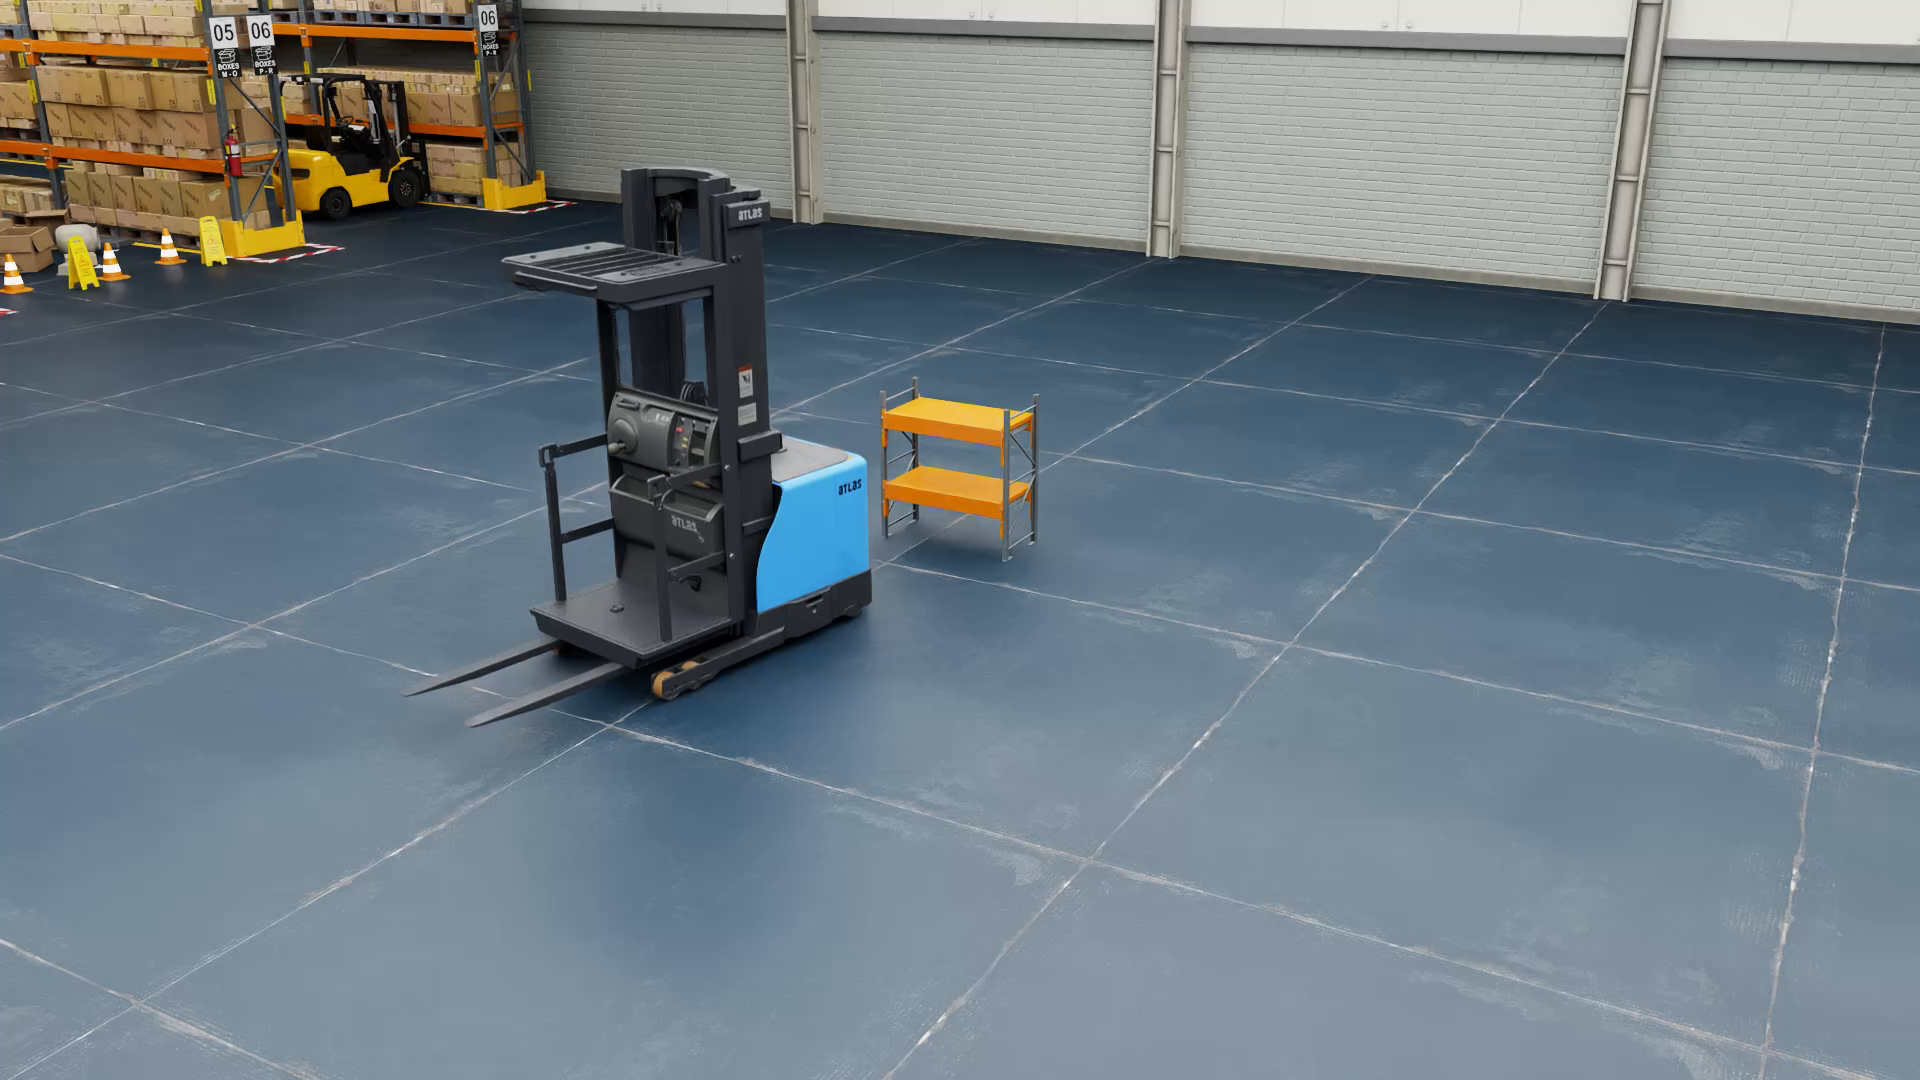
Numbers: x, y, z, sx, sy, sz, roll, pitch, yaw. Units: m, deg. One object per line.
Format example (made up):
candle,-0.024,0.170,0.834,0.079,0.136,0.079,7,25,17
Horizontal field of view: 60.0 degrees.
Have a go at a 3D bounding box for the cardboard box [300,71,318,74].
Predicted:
cardboard box,-11.570,-8.265,29.655,0.250,0.149,0.380,11,23,27

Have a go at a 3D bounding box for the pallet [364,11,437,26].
pallet,-9.123,-8.720,27.737,1.213,0.211,1.003,11,23,27

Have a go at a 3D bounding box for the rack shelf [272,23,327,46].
rack shelf,-12.687,-9.094,29.692,4.000,0.370,1.077,11,23,27

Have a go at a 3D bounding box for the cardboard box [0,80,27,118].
cardboard box,-14.307,-6.686,25.199,0.500,0.500,0.500,11,23,28

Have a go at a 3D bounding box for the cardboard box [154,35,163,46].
cardboard box,-10.952,-6.962,23.128,0.250,0.149,0.380,11,23,28

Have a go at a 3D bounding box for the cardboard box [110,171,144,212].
cardboard box,-12.050,-5.118,24.391,0.500,0.500,0.500,12,23,30

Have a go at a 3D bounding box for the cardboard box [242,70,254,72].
cardboard box,-12.893,-8.340,29.859,0.250,0.149,0.380,11,23,27

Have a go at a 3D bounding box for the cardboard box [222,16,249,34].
cardboard box,-10.176,-7.188,23.167,0.500,0.250,0.500,10,22,26

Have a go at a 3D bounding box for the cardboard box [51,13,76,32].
cardboard box,-12.653,-7.453,23.897,0.500,0.250,0.500,11,22,27

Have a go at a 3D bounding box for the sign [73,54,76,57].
sign,-17.658,-9.730,33.091,0.005,0.325,0.100,11,23,27

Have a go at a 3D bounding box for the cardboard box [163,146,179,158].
cardboard box,-11.026,-5.518,23.547,0.250,0.149,0.380,11,23,28

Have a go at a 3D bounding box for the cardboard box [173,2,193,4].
cardboard box,-10.939,-7.506,23.459,0.250,0.149,0.380,11,23,27

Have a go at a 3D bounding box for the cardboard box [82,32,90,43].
cardboard box,-12.308,-7.208,23.808,0.250,0.149,0.380,10,22,26

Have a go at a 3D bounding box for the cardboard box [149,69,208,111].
cardboard box,-10.857,-6.309,23.310,0.500,0.500,0.700,11,23,28

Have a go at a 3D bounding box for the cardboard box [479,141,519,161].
cardboard box,-7.776,-6.535,27.932,0.500,0.250,0.500,10,22,26

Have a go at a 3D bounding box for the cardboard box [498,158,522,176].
cardboard box,-7.758,-6.304,28.028,0.500,0.250,0.500,11,23,28

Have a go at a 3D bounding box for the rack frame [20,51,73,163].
rack frame,-17.925,-9.020,32.831,0.127,3.000,1.000,11,23,27

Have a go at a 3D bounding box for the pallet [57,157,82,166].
pallet,-17.197,-7.585,32.965,1.213,0.211,1.003,11,23,27

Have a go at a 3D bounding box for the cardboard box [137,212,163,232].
cardboard box,-11.612,-4.679,24.281,0.500,0.250,0.500,10,22,25

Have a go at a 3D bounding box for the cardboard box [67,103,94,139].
cardboard box,-12.661,-6.165,24.379,0.500,0.500,0.500,11,23,27

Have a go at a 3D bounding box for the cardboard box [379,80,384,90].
cardboard box,-9.688,-7.688,28.064,0.250,0.149,0.380,10,22,26

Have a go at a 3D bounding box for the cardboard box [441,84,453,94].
cardboard box,-8.323,-7.445,27.393,0.250,0.149,0.380,11,23,28

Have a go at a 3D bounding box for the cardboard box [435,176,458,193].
cardboard box,-8.443,-5.998,27.919,0.500,0.250,0.500,11,23,27

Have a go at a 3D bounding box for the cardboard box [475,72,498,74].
cardboard box,-7.840,-7.698,27.654,0.250,0.149,0.380,12,23,29

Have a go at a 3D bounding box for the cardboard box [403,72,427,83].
cardboard box,-9.028,-7.695,27.646,0.250,0.149,0.380,11,23,28

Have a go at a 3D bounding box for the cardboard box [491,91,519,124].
cardboard box,-7.746,-7.236,27.768,0.500,0.500,0.500,12,23,29

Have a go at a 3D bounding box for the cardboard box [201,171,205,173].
cardboard box,-11.350,-5.195,24.604,0.500,0.500,0.500,11,23,28

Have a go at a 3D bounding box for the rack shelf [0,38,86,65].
rack shelf,-15.105,-7.615,25.616,4.000,0.370,1.077,11,23,27

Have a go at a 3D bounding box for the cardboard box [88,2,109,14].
cardboard box,-12.079,-7.528,23.519,0.250,0.149,0.380,10,22,26

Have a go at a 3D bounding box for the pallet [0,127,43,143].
pallet,-13.955,-6.291,25.591,1.213,0.211,1.003,11,23,27

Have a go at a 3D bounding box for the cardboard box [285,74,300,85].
cardboard box,-11.582,-8.069,29.114,0.250,0.149,0.380,10,22,27

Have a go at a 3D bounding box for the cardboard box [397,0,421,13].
cardboard box,-8.800,-8.927,27.267,0.500,0.500,0.700,11,23,28

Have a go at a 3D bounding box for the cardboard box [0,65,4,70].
cardboard box,-15.285,-7.377,26.154,0.250,0.149,0.380,10,22,25

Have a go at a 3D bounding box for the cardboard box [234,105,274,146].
cardboard box,-10.145,-5.894,23.632,0.500,0.500,0.500,10,22,26

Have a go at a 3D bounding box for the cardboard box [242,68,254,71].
cardboard box,-12.874,-8.538,30.405,0.250,0.149,0.380,10,22,26

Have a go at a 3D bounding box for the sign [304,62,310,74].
sign,-11.197,-8.033,28.530,0.005,0.325,0.100,11,23,27

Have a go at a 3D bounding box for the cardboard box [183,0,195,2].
cardboard box,-13.431,-9.809,29.699,0.500,0.500,0.700,10,22,26

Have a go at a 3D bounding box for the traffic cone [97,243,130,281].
traffic cone,-11.116,-3.654,21.759,0.334,0.463,0.336,11,23,27

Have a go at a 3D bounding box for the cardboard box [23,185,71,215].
cardboard box,-13.818,-5.260,25.703,0.625,0.372,0.950,11,23,28

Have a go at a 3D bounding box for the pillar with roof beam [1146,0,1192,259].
pillar with roof beam,0.759,-6.951,18.331,0.400,9.000,9.100,11,23,27

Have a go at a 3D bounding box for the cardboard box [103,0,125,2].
cardboard box,-12.237,-7.796,24.257,0.250,0.149,0.380,12,23,29

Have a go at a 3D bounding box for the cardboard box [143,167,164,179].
cardboard box,-11.494,-5.292,23.920,0.250,0.149,0.380,12,23,30

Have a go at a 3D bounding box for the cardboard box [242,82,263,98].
cardboard box,-12.391,-8.029,29.588,0.500,0.250,0.500,11,23,28

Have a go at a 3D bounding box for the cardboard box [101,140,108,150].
cardboard box,-12.301,-5.797,24.315,0.250,0.149,0.380,11,23,27

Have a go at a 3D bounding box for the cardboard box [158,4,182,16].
cardboard box,-10.744,-7.272,22.814,0.250,0.149,0.380,11,22,27

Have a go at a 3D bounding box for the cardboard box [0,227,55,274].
cardboard box,-12.635,-3.911,22.408,0.637,0.503,0.797,-4,20,-10

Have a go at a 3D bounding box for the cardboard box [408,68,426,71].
cardboard box,-9.207,-7.944,28.332,0.250,0.149,0.380,12,23,29

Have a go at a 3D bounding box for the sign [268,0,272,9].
sign,-9.602,-7.528,23.039,0.005,0.325,0.100,11,23,27

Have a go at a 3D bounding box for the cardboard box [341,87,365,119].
cardboard box,-10.218,-7.503,28.504,0.500,0.500,0.500,11,23,28

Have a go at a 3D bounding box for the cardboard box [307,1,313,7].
cardboard box,-11.587,-9.425,29.157,0.250,0.149,0.380,11,23,27

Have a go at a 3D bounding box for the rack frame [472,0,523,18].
rack frame,-7.449,-9.844,26.307,0.127,3.000,1.000,11,23,27

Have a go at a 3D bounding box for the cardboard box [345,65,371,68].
cardboard box,-10.515,-8.218,29.087,0.250,0.149,0.380,11,23,27

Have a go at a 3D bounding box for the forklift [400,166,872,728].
forklift,-1.918,-0.630,9.803,1.130,2.935,3.031,16,25,37

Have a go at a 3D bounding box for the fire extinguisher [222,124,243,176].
fire extinguisher,-9.991,-5.353,22.837,0.183,0.674,0.296,11,23,27

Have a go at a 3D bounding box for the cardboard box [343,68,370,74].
cardboard box,-10.308,-7.983,28.441,0.250,0.149,0.380,10,22,26

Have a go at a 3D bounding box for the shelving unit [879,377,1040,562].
shelving unit,-0.006,-0.530,12.176,1.048,1.125,0.538,11,23,27

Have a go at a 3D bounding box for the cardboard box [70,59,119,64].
cardboard box,-16.475,-8.900,31.740,0.500,0.500,0.700,11,23,27

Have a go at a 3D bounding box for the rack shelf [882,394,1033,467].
rack shelf,-0.006,-0.805,12.077,1.000,0.278,0.538,11,23,27
